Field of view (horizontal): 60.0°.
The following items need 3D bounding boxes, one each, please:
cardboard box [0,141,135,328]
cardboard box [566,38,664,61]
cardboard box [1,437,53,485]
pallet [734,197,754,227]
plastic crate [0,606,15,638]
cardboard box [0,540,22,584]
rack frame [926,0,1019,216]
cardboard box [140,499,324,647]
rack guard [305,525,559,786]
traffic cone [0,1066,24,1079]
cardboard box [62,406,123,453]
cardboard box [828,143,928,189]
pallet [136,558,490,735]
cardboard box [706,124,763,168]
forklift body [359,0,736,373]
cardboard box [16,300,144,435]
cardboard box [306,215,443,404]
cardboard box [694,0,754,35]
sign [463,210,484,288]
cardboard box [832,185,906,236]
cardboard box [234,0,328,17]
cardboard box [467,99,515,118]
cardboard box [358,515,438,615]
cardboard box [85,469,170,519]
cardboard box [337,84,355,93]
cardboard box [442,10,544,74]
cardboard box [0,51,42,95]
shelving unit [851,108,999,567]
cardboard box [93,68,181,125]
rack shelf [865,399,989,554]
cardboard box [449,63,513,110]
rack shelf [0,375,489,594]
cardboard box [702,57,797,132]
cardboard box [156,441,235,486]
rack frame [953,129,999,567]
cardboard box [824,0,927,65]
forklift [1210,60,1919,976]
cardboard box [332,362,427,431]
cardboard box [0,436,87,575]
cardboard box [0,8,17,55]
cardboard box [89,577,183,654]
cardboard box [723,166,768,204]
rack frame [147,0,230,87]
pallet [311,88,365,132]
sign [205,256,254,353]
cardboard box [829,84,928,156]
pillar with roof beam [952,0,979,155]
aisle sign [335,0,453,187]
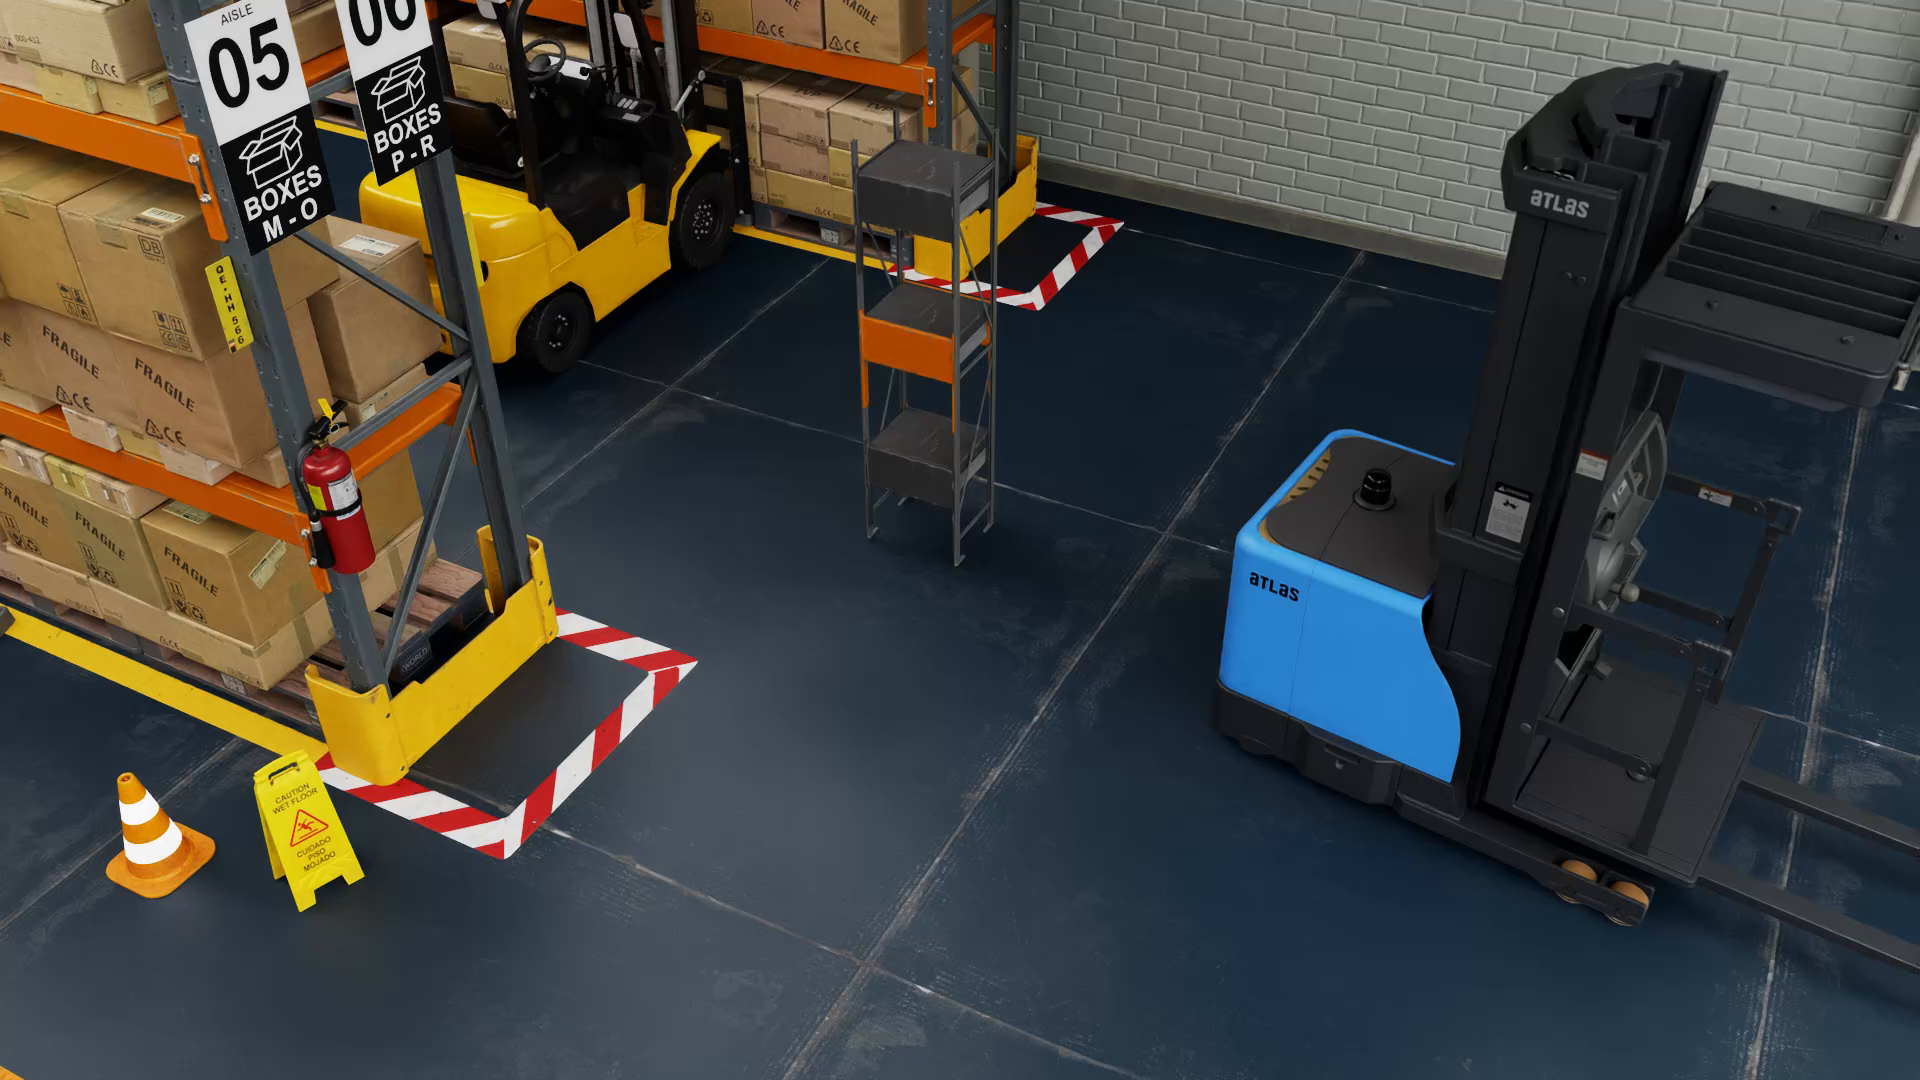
[{"bbox_3d":[-3.191,-1.223,6.245,0.500,0.500,0.700,18,41,22],"label":"cardboard box"},{"bbox_3d":[-2.281,-3.163,11.056,0.500,0.250,0.500,19,41,23],"label":"cardboard box"},{"bbox_3d":[-3.834,-0.421,7.113,0.250,0.149,0.380,19,41,23],"label":"cardboard box"},{"bbox_3d":[-1.689,-2.583,11.497,1.213,0.211,1.003,17,41,21],"label":"pallet"},{"bbox_3d":[-4.726,0.430,7.637,0.583,0.080,0.402,4,37,6],"label":"plastic crate"},{"bbox_3d":[-4.391,-0.084,7.826,0.500,0.250,0.500,17,40,21],"label":"cardboard box"},{"bbox_3d":[0.089,-3.163,9.956,0.127,3.000,1.000,17,41,21],"label":"rack frame"},{"bbox_3d":[-3.022,0.049,7.030,0.500,0.500,0.500,18,41,22],"label":"cardboard box"},{"bbox_3d":[-2.258,0.477,7.227,0.348,0.500,1.175,17,41,21],"label":"rack guard"},{"bbox_3d":[-3.374,1.777,5.546,0.334,0.463,0.336,17,41,21],"label":"traffic cone"},{"bbox_3d":[-3.357,-0.535,6.702,0.250,0.149,0.380,18,41,22],"label":"cardboard box"},{"bbox_3d":[-0.487,-2.402,10.466,0.500,0.250,0.500,17,40,21],"label":"cardboard box"},{"bbox_3d":[-2.963,0.347,7.637,1.213,0.211,1.003,17,41,21],"label":"pallet"},{"bbox_3d":[-1.396,-2.679,10.832,0.500,0.250,0.500,16,40,20],"label":"cardboard box"},{"bbox_3d":[-2.434,-2.373,9.617,1.214,2.155,2.313,17,41,21],"label":"forklift body"},{"bbox_3d":[-3.242,-0.800,6.514,0.500,0.500,0.500,17,41,22],"label":"cardboard box"},{"bbox_3d":[-2.484,-0.936,6.693,0.500,0.500,0.500,17,40,21],"label":"cardboard box"},{"bbox_3d":[-1.381,-3.490,10.304,0.500,0.500,0.500,17,40,21],"label":"cardboard box"},{"bbox_3d":[-1.941,-1.133,6.566,0.005,0.325,0.100,17,41,21],"label":"sign"},{"bbox_3d":[-0.474,-2.196,10.609,0.500,0.250,0.500,18,41,22],"label":"cardboard box"},{"bbox_3d":[-2.515,-2.034,5.865,0.500,0.250,0.500,17,40,21],"label":"cardboard box"},{"bbox_3d":[-3.186,-3.035,11.714,0.500,0.250,0.500,18,41,22],"label":"cardboard box"},{"bbox_3d":[-2.780,0.058,7.639,0.500,0.250,0.500,17,40,21],"label":"cardboard box"},{"bbox_3d":[-3.379,-0.275,6.921,0.250,0.149,0.380,19,41,23],"label":"cardboard box"},{"bbox_3d":[-4.617,-3.856,12.485,0.625,0.625,0.875,17,40,21],"label":"cardboard box"},{"bbox_3d":[-3.178,-3.443,11.424,0.500,0.250,0.500,17,40,21],"label":"cardboard box"},{"bbox_3d":[-3.092,-1.685,5.735,0.250,0.149,0.380,19,41,23],"label":"cardboard box"},{"bbox_3d":[-0.147,-0.882,7.696,0.503,2.100,0.431,17,41,21],"label":"shelving unit"},{"bbox_3d":[-2.636,-1.541,5.546,0.250,0.149,0.380,18,41,22],"label":"cardboard box"},{"bbox_3d":[-0.147,-0.314,8.127,0.480,0.518,0.431,17,41,21],"label":"rack shelf"},{"bbox_3d":[-3.176,-3.246,11.579,0.500,0.250,0.500,17,40,21],"label":"cardboard box"},{"bbox_3d":[-3.967,-0.767,7.394,4.000,0.370,1.077,17,41,21],"label":"rack shelf"},{"bbox_3d":[-1.372,-2.868,10.667,0.500,0.250,0.500,18,41,22],"label":"cardboard box"},{"bbox_3d":[-2.897,-0.397,6.520,0.250,0.149,0.380,17,40,21],"label":"cardboard box"},{"bbox_3d":[0.070,-0.815,7.606,0.015,2.100,0.400,17,41,21],"label":"rack frame"},{"bbox_3d":[-0.469,-3.199,9.920,0.500,0.500,0.500,16,40,21],"label":"cardboard box"},{"bbox_3d":[2.579,-0.068,5.935,3.031,2.935,1.130,23,43,27],"label":"forklift"},{"bbox_3d":[-2.397,-0.603,6.791,0.250,0.149,0.380,18,41,22],"label":"cardboard box"},{"bbox_3d":[-3.932,-0.238,7.409,0.500,0.500,0.500,16,40,20],"label":"cardboard box"},{"bbox_3d":[-3.209,-1.896,5.684,0.500,0.250,0.500,17,40,21],"label":"cardboard box"},{"bbox_3d":[-3.488,0.202,7.449,0.500,0.250,0.500,18,41,22],"label":"cardboard box"},{"bbox_3d":[-1.351,-2.484,10.987,0.500,0.250,0.500,18,41,22],"label":"cardboard box"},{"bbox_3d":[-2.191,-2.887,4.630,0.127,3.000,1.000,17,41,21],"label":"rack frame"},{"bbox_3d":[-4.135,-3.349,12.507,1.213,0.211,1.003,17,41,21],"label":"pallet"},{"bbox_3d":[-2.464,-0.792,5.613,0.005,0.325,0.100,17,41,21],"label":"sign"},{"bbox_3d":[-0.464,-2.594,10.306,0.500,0.250,0.500,19,41,23],"label":"cardboard box"},{"bbox_3d":[-2.095,-3.919,5.990,0.400,9.000,9.100,17,41,21],"label":"pillar with roof beam"},{"bbox_3d":[-1.993,-1.682,5.854,0.004,0.787,0.394,17,41,21],"label":"aisle sign"}]
